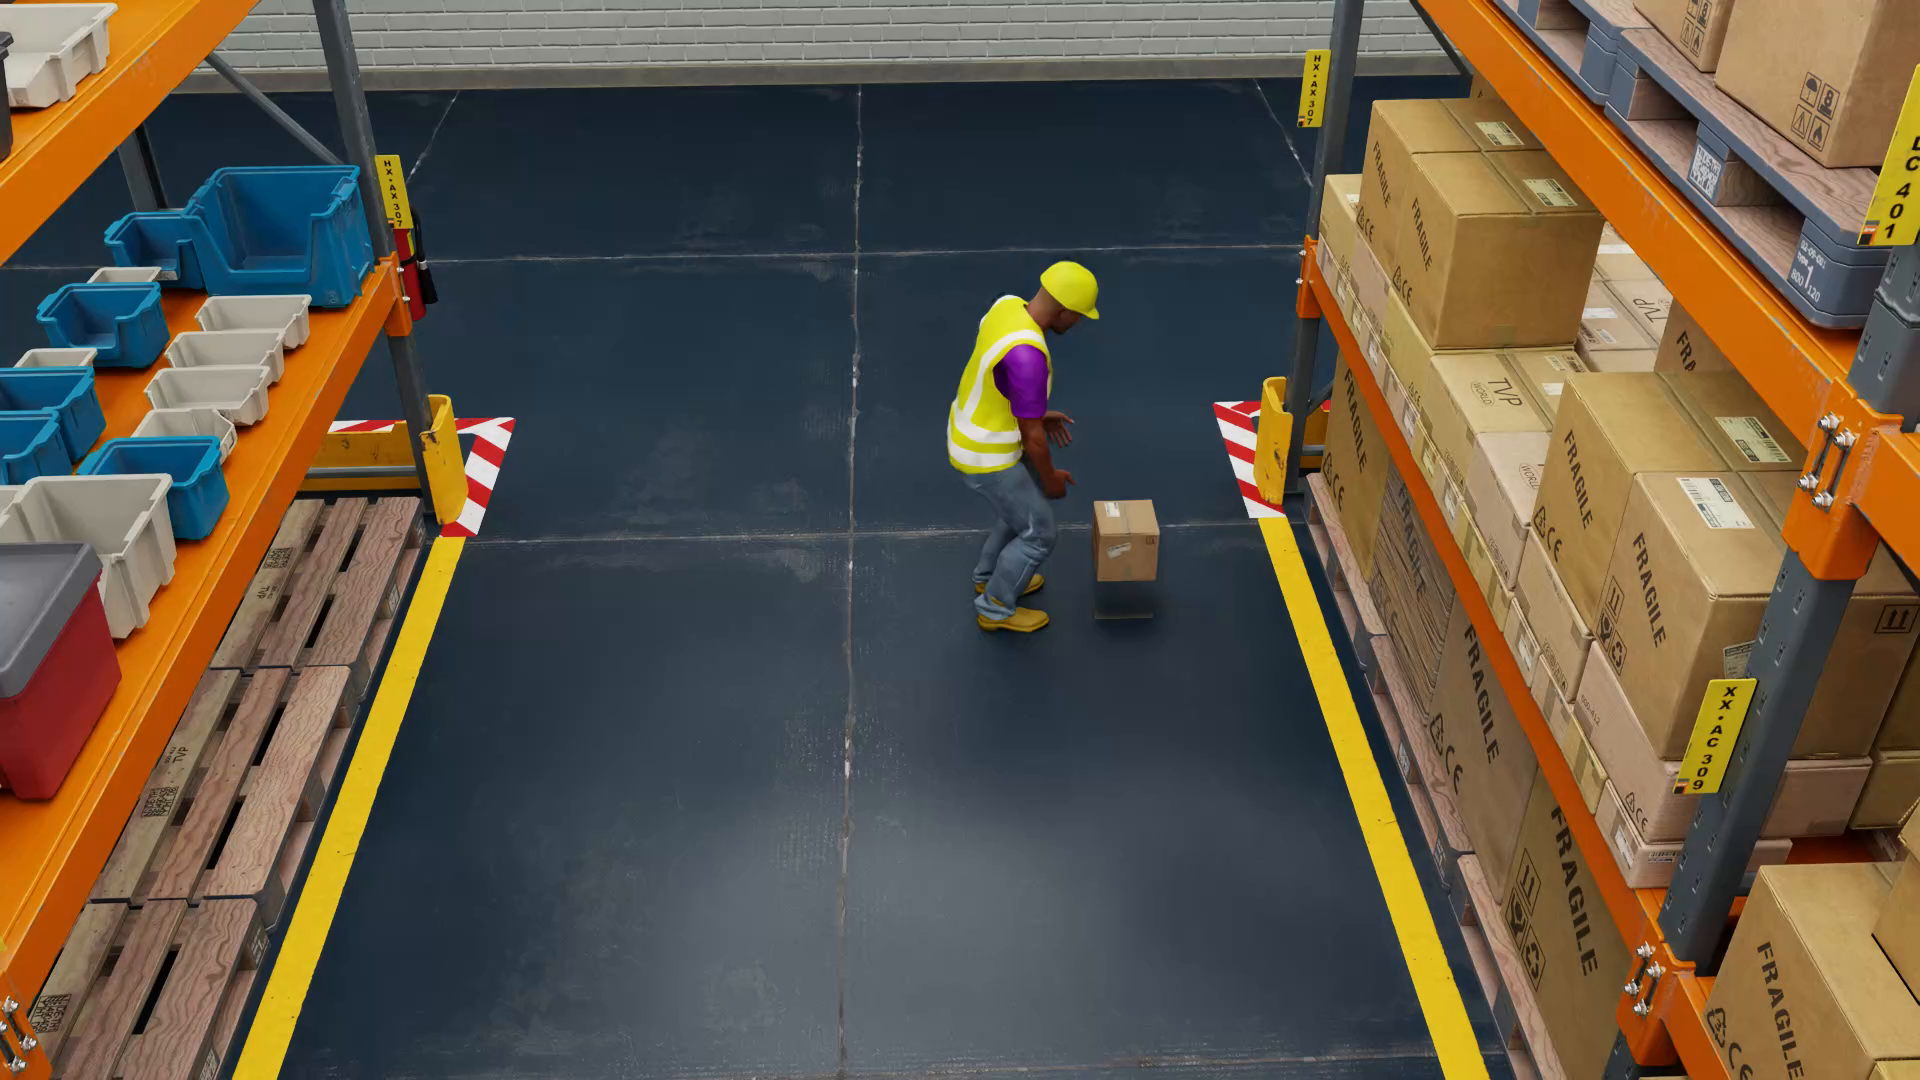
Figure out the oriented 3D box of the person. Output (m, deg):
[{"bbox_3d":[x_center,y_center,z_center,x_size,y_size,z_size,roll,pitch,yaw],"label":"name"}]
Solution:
[{"bbox_3d":[0.246,-0.397,6.827,0.599,1.613,0.616,-1,35,-1],"label":"person"}]
